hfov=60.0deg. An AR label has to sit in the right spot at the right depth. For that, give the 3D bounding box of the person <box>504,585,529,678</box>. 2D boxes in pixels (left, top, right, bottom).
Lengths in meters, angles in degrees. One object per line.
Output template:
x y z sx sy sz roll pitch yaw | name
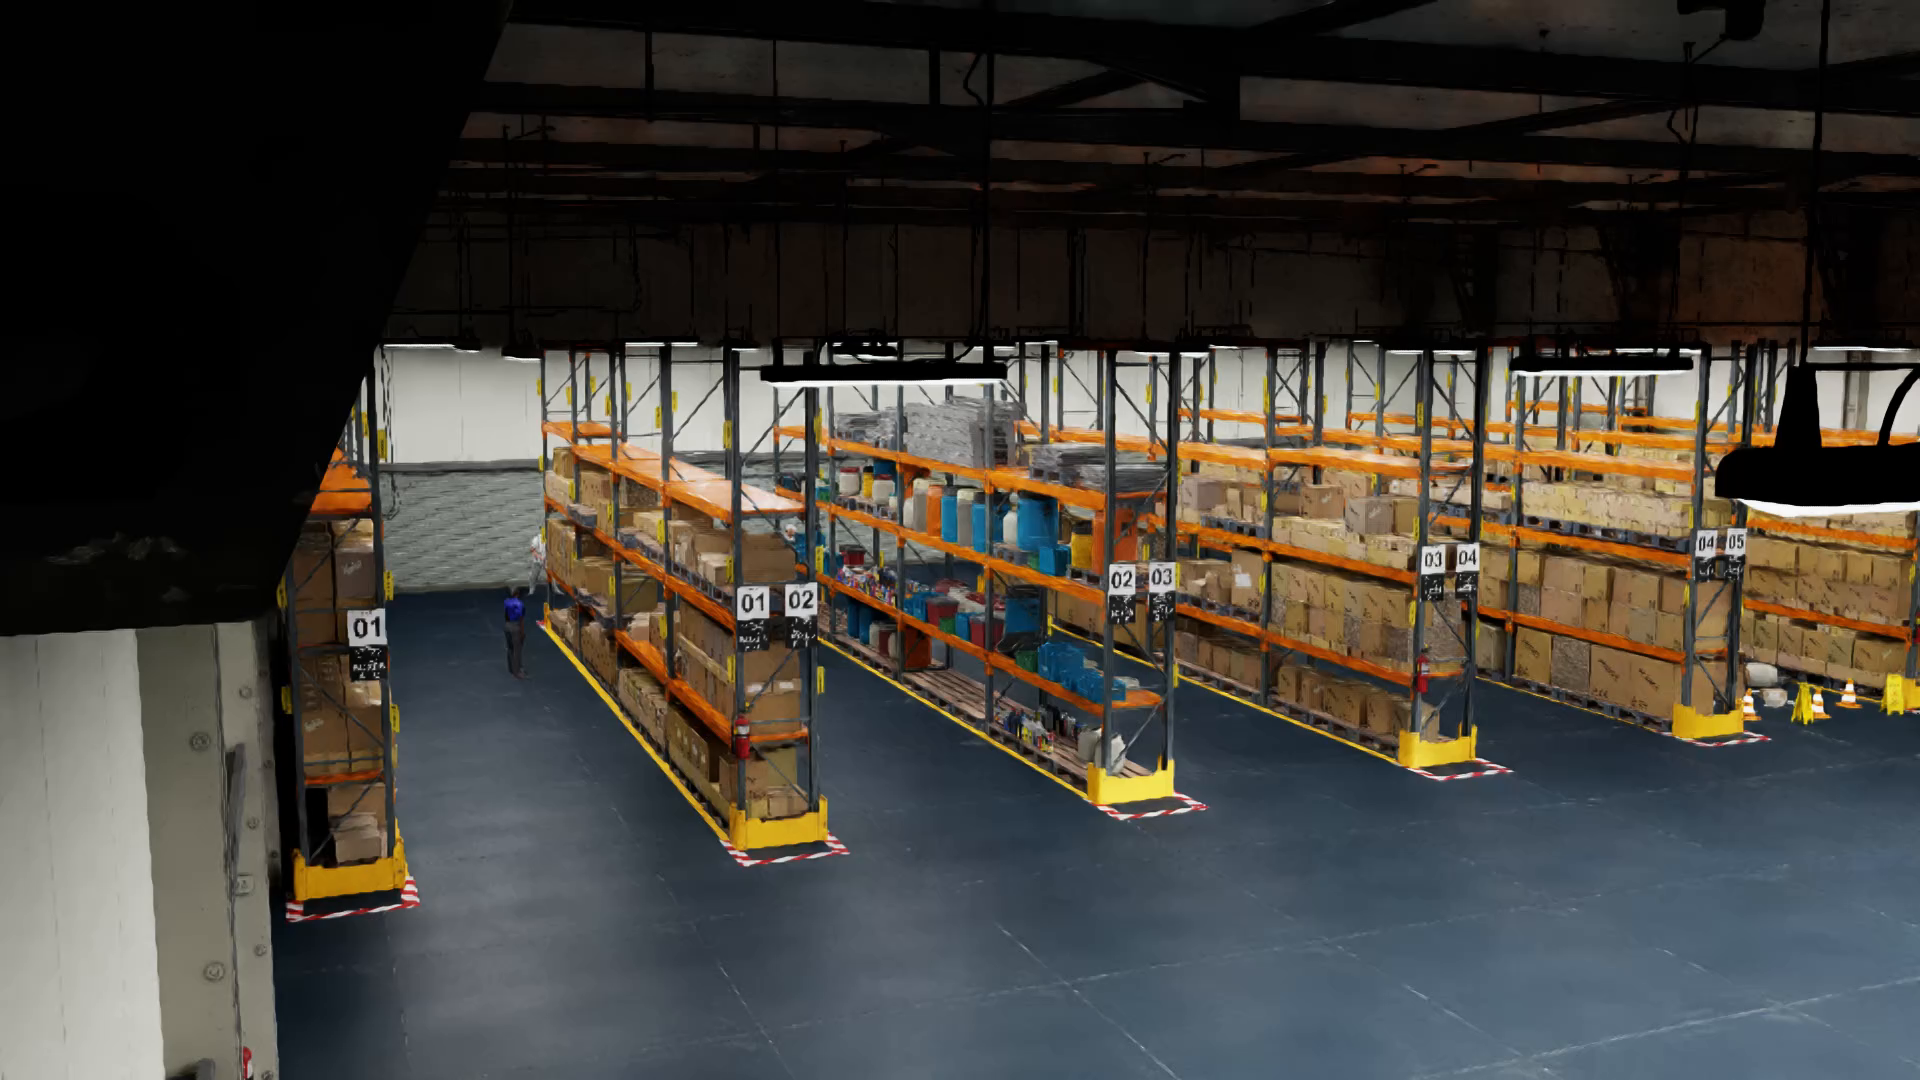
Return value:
-7.966 1.620 29.866 0.502 1.663 0.422 6 9 37 | person

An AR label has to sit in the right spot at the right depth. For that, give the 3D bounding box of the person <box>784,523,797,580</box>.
-3.894 0.505 37.914 0.485 1.788 0.659 2 8 14 | person

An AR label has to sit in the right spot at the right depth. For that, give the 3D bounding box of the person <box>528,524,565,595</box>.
-9.700 0.452 38.725 0.706 1.695 0.843 -6 10 -39 | person
